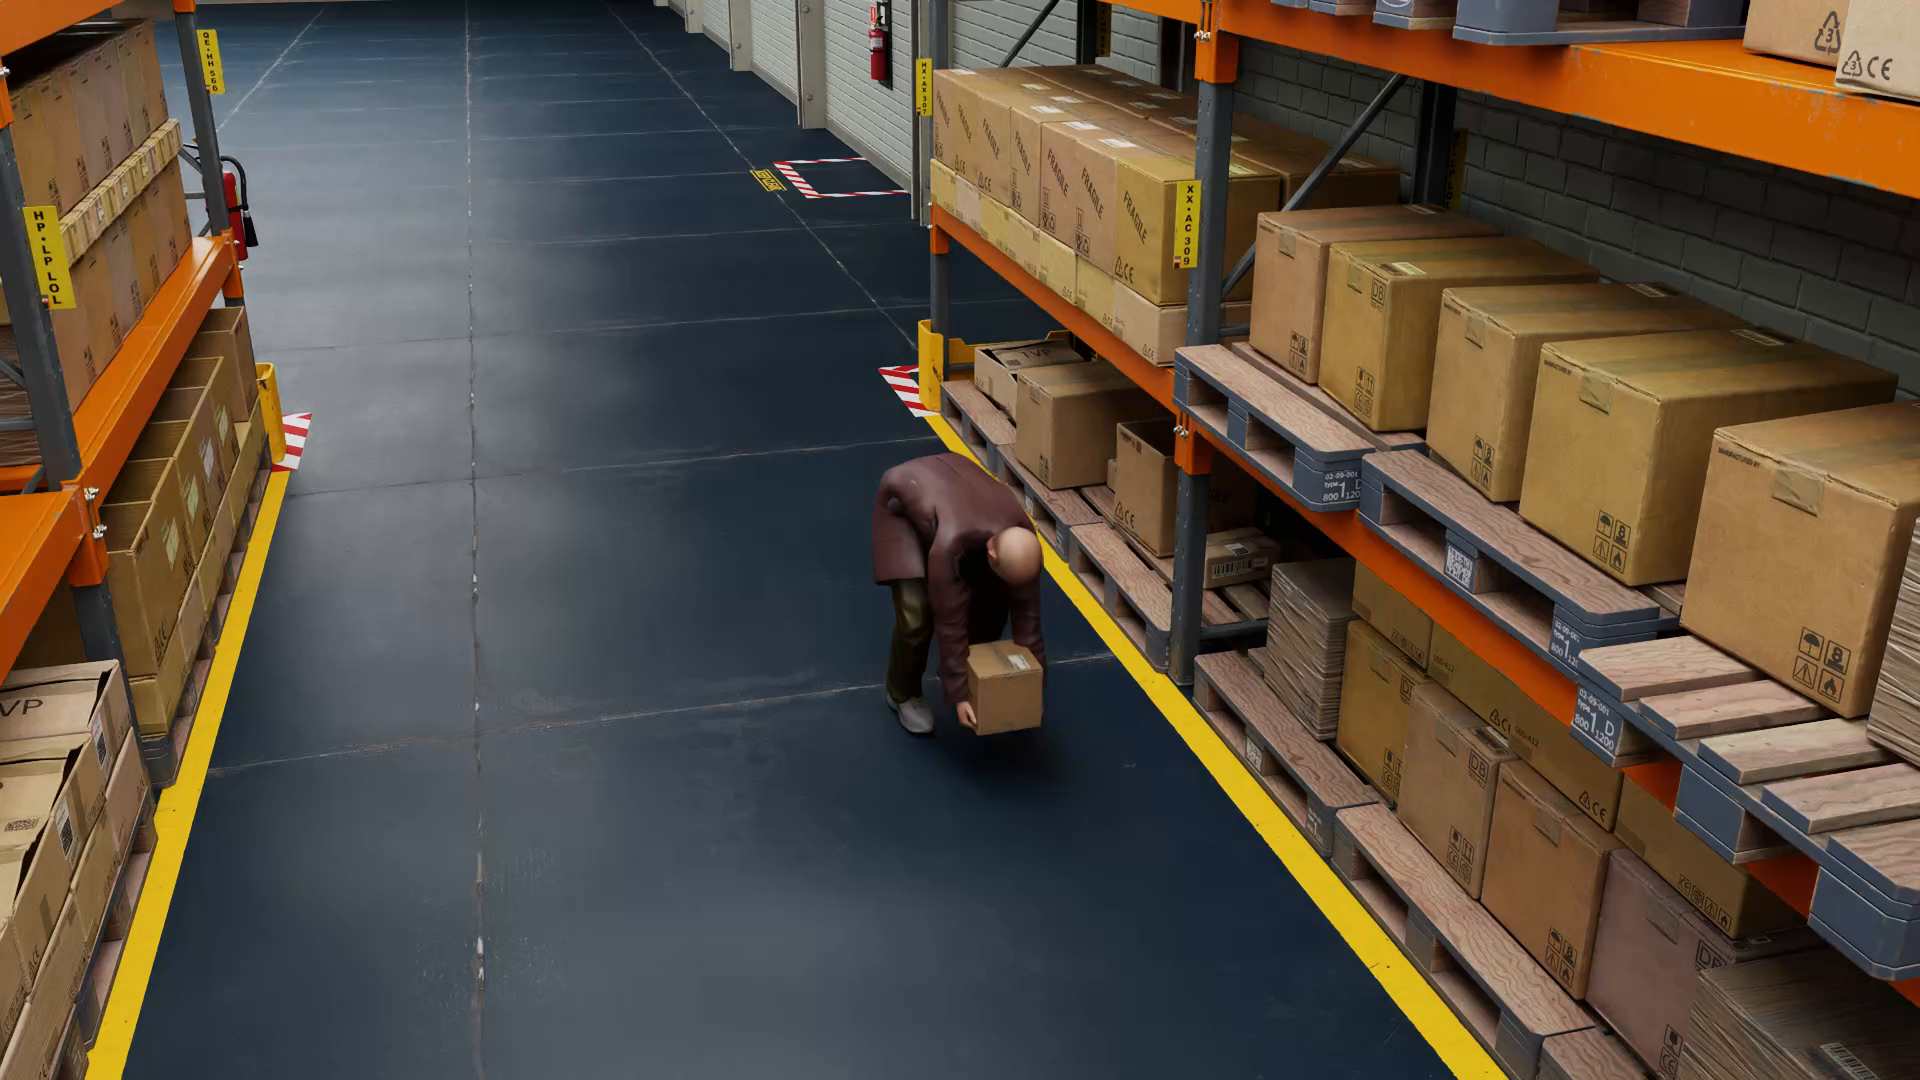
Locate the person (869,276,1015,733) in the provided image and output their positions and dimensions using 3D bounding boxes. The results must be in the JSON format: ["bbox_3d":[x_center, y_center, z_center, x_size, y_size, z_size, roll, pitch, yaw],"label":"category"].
[{"bbox_3d":[-0.040,-0.100,6.358,0.525,1.778,0.552,-11,25,-25],"label":"person"}]
